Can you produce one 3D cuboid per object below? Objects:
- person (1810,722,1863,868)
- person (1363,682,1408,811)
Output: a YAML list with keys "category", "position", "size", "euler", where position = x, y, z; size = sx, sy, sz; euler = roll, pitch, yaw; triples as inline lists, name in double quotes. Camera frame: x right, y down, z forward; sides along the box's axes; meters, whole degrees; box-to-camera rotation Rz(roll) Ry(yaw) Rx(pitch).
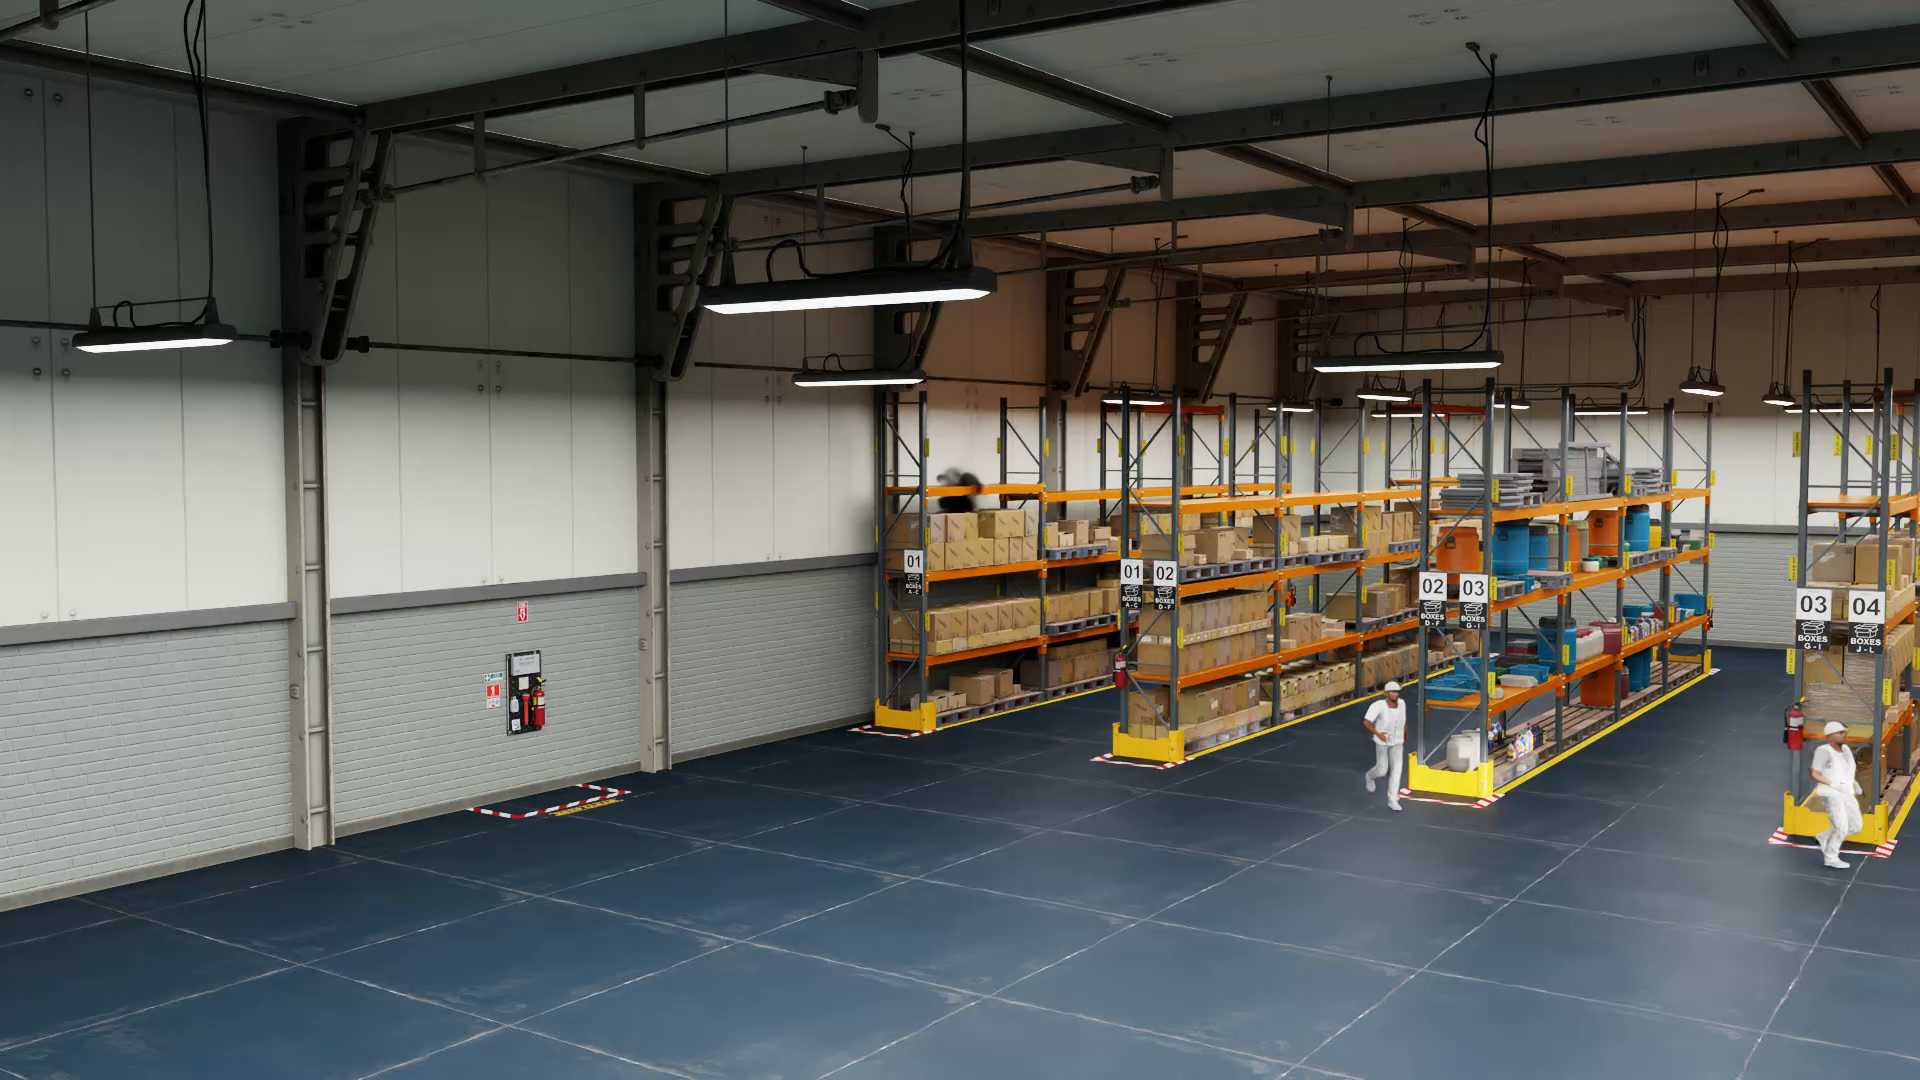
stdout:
- category: "person"
  position: [10.447, 3.031, 19.815]
  size: [0.674, 1.732, 0.617]
  euler: [-2, 4, -27]
- category: "person"
  position: [5.978, 2.842, 23.284]
  size: [0.726, 1.745, 0.947]
  euler: [-1, 3, -16]
